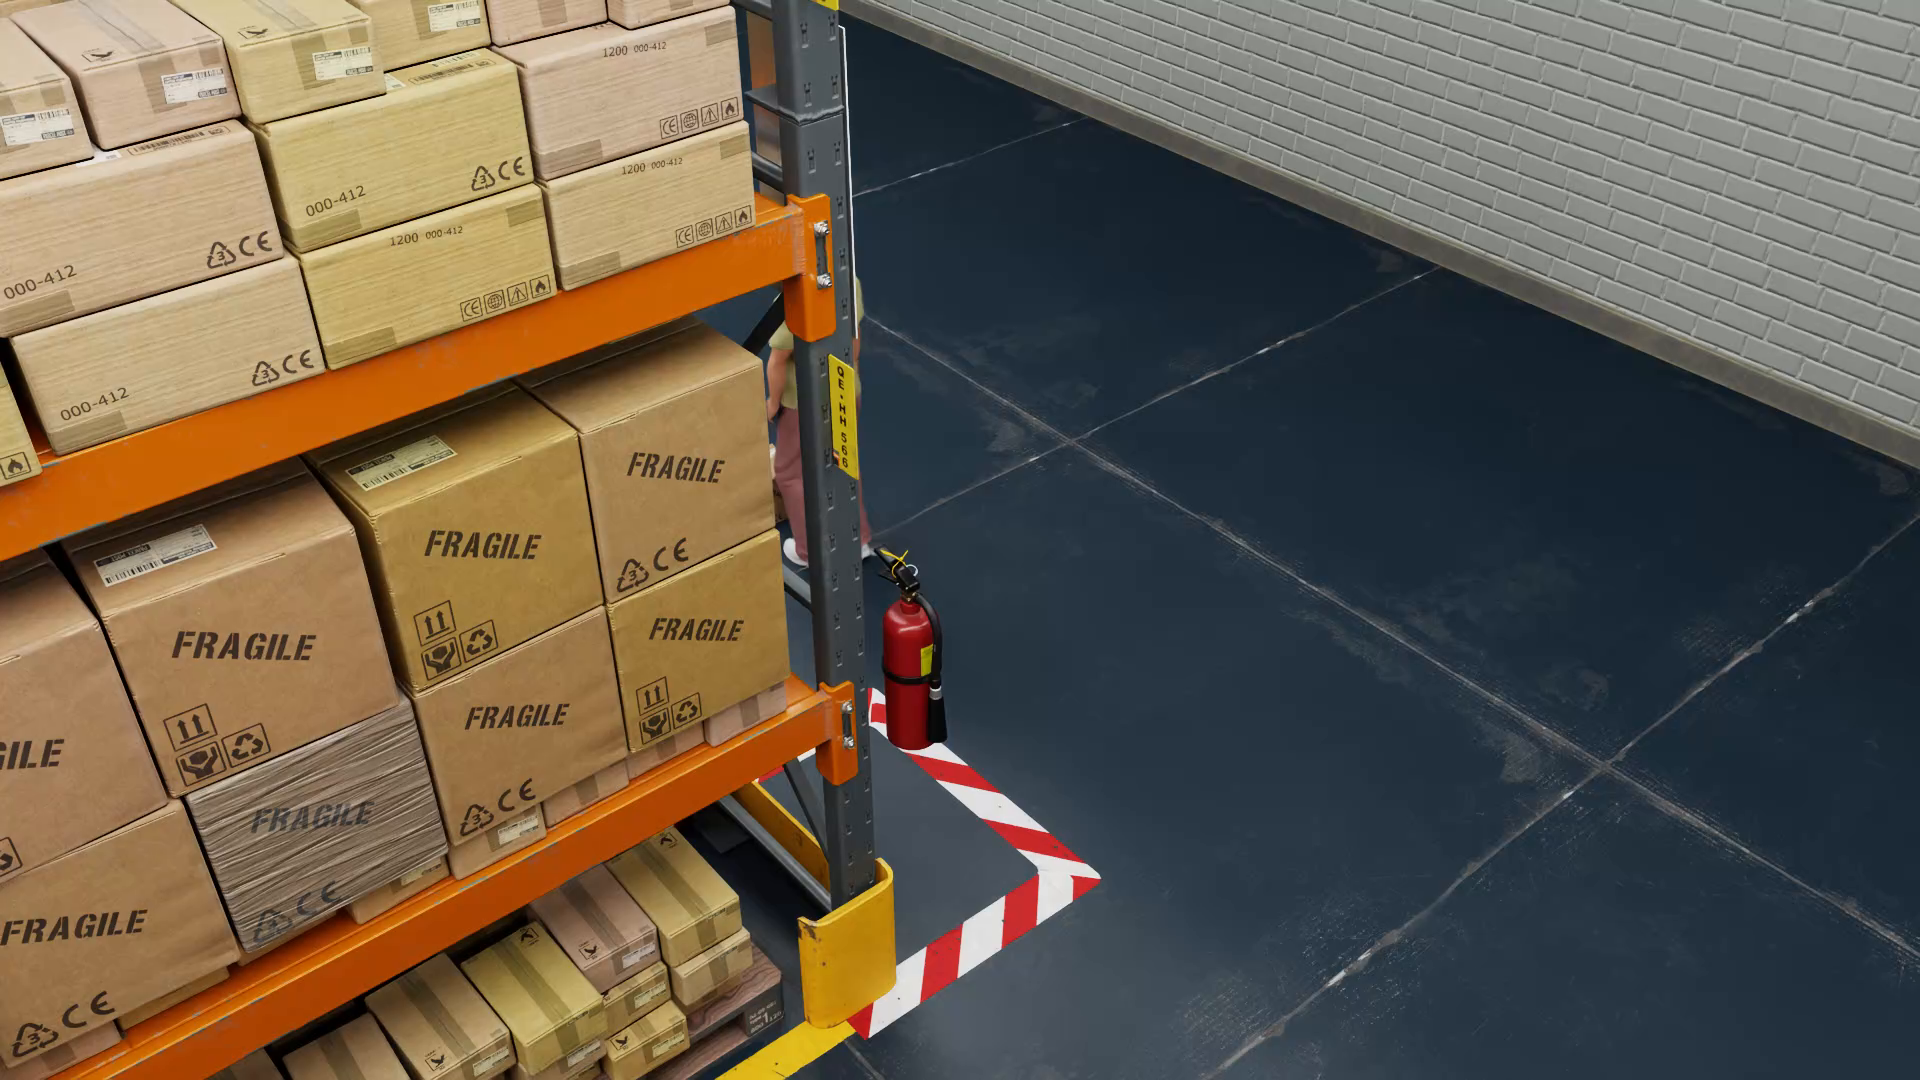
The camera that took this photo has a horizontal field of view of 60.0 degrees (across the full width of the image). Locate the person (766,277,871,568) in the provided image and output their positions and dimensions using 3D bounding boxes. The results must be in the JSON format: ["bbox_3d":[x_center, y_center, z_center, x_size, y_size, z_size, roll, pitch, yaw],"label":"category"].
[{"bbox_3d":[-0.606,-0.590,6.979,0.455,1.664,0.355,-25,43,-30],"label":"person"}]
